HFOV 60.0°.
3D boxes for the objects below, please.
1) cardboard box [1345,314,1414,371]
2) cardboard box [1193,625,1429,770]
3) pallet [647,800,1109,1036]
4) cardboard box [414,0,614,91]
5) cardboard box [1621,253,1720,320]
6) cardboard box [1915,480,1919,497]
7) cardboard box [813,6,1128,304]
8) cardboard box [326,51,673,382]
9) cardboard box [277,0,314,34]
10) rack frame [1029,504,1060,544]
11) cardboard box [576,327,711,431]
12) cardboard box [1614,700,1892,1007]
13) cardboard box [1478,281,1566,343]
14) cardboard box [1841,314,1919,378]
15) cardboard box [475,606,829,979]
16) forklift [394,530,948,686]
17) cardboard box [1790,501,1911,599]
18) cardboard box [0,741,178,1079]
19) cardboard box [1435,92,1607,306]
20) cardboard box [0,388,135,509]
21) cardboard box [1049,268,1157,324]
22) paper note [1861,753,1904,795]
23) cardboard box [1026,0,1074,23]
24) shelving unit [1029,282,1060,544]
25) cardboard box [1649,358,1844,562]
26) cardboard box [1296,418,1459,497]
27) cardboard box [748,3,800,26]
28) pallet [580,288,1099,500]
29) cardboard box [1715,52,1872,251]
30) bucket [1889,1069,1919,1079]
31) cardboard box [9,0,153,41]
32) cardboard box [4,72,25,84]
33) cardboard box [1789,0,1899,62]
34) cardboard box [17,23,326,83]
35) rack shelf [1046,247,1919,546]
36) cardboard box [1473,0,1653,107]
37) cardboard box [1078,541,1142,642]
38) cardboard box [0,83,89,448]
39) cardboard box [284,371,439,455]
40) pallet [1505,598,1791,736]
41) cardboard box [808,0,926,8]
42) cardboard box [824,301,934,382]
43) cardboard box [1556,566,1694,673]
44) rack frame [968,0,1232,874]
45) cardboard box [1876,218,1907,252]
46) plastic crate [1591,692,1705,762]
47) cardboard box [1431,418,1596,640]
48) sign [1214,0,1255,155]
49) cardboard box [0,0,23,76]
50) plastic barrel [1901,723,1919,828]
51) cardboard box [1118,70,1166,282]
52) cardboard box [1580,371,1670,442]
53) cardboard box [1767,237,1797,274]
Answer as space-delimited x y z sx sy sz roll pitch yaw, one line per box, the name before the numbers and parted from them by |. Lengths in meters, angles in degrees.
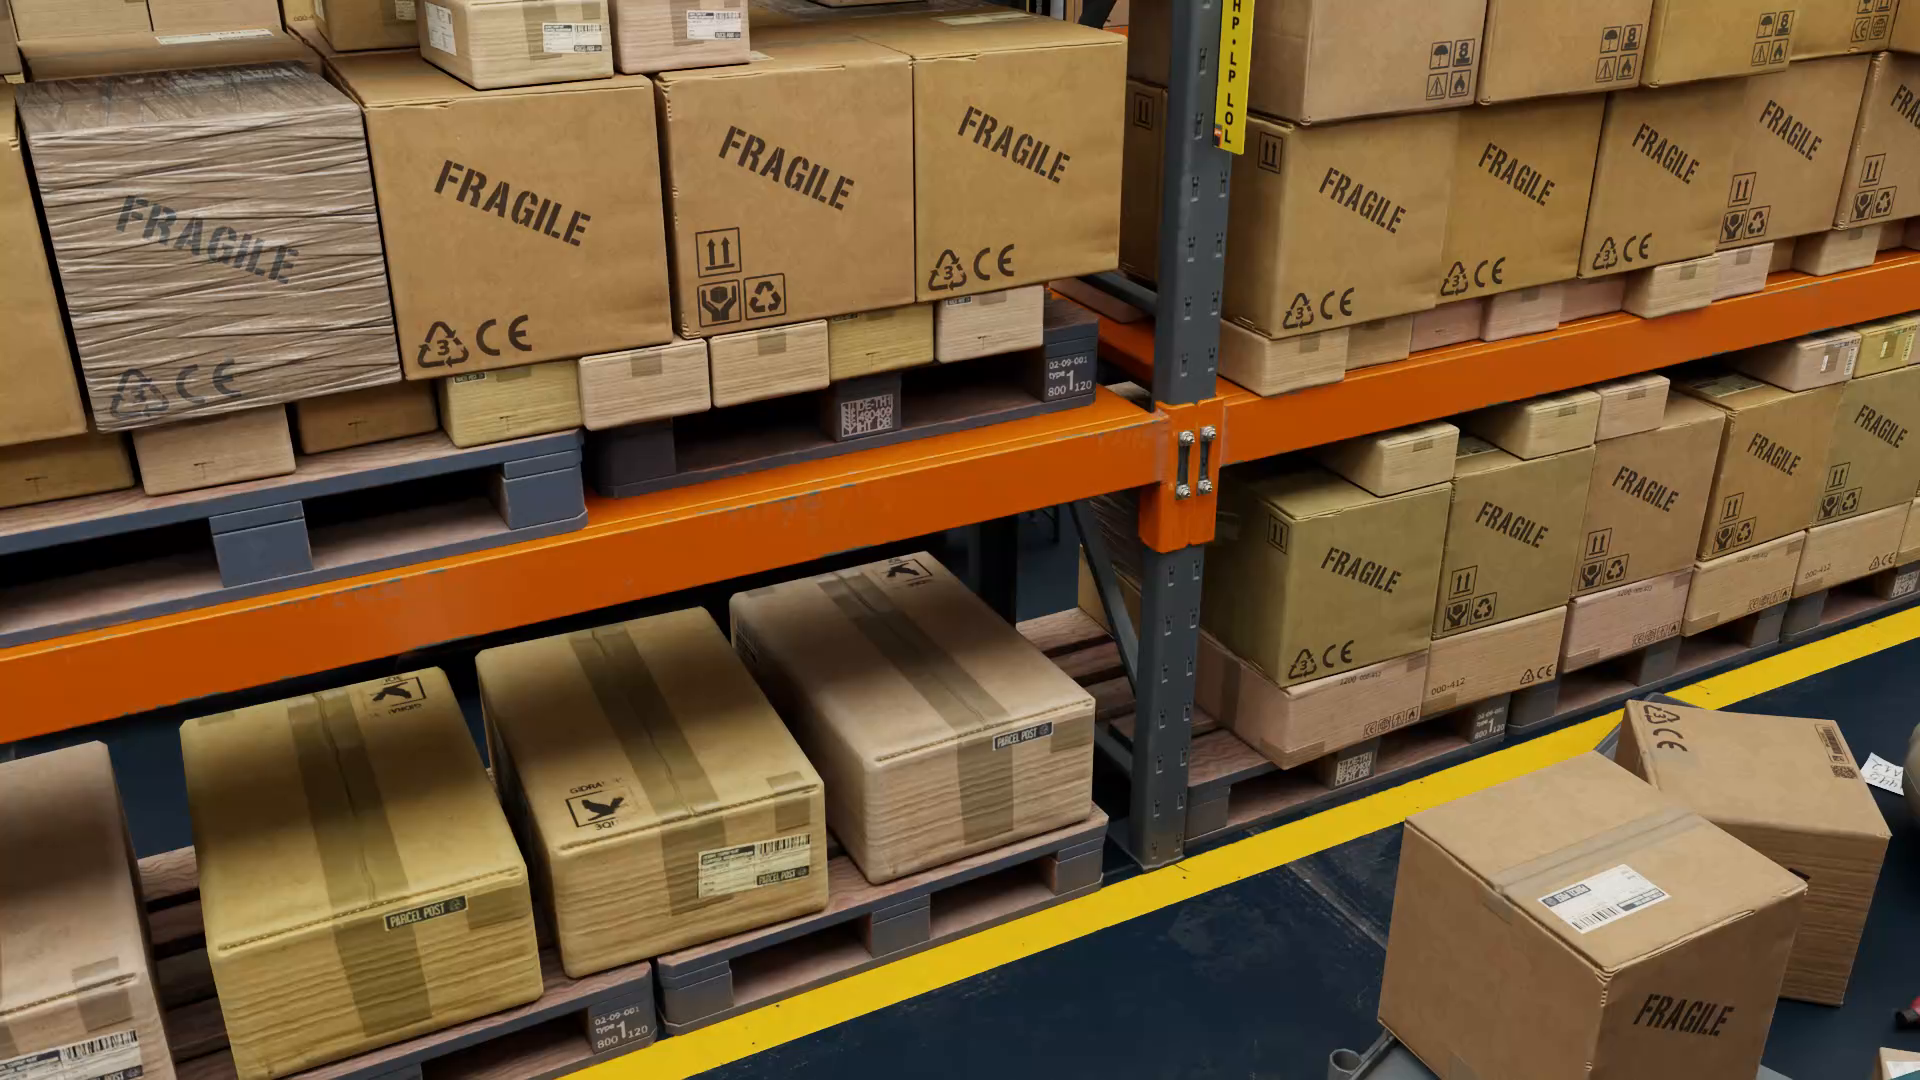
cardboard box | 0.937 -0.570 4.261 0.250 0.149 0.380 -12 28 -24
cardboard box | 0.958 0.363 4.719 0.500 0.250 0.500 -14 29 -27
pallet | -0.376 0.746 4.452 1.213 0.211 1.003 -13 29 -25
cardboard box | -0.824 -0.940 3.049 0.250 0.149 0.380 -14 29 -27
cardboard box | 1.872 -0.755 4.648 0.250 0.149 0.380 -13 28 -25
cardboard box | 3.255 -0.510 5.671 0.500 0.500 0.500 -13 28 -25
cardboard box | 0.010 -0.857 3.624 0.500 0.500 0.500 -14 29 -26
cardboard box | -0.885 -0.652 3.199 0.500 0.500 0.500 -12 28 -23
cardboard box | -2.793 -2.417 7.415 0.500 0.250 0.500 -14 29 -26
rack frame | 0.318 -0.576 6.064 0.015 1.200 0.240 -10 27 -20
cardboard box | -0.689 -0.369 3.359 0.250 0.149 0.380 -13 28 -25
cardboard box | 1.896 0.757 4.092 0.500 0.500 0.500 5 26 11
cardboard box | 1.392 -0.672 4.475 0.250 0.149 0.380 -12 28 -24
cardboard box | 2.740 -0.652 5.217 0.250 0.149 0.380 -12 28 -24
cardboard box | -0.784 0.581 4.125 0.625 0.372 0.950 -11 28 -22
forklift | -1.612 -1.085 5.124 3.031 2.935 1.130 -10 27 -20
cardboard box | 2.792 -0.065 5.610 0.500 0.250 0.500 -13 29 -25
cardboard box | -2.069 0.875 3.512 0.625 0.372 0.950 -14 29 -26
cardboard box | 1.261 -0.943 4.290 0.500 0.500 0.500 -13 29 -25
cardboard box | -1.658 -0.209 3.024 0.250 0.149 0.380 -12 28 -23
cardboard box | 0.450 -0.739 4.613 0.250 0.149 0.380 -13 29 -26
paper note | 2.688 0.676 4.806 0.142 0.019 0.148 21 33 37
cardboard box | 0.276 -3.017 8.954 0.500 0.500 0.500 -14 29 -26
shelving unit | 0.092 -0.536 5.981 0.503 1.200 0.258 -10 27 -20
cardboard box | 2.348 -0.302 5.239 0.500 0.500 0.500 -14 29 -26
cardboard box | 1.096 -0.270 4.422 0.250 0.149 0.380 -13 28 -24
cardboard box | -0.680 -0.950 3.819 0.500 0.500 0.500 -13 29 -25
pallet | -0.433 -0.483 4.013 1.213 0.211 1.003 -13 29 -25
cardboard box | 2.147 -1.151 4.723 0.500 0.500 0.500 -13 28 -24
bucket | 1.764 1.082 2.556 0.620 0.611 0.726 -13 27 -3
cardboard box | -3.701 -2.220 7.004 0.500 0.250 0.500 -13 28 -24
cardboard box | -4.155 -1.888 6.889 0.500 0.250 0.500 -14 29 -27
cardboard box | 2.134 -1.635 4.576 0.500 0.500 0.700 -13 29 -25
cardboard box | -1.571 -0.746 3.394 0.500 0.500 0.500 -14 29 -27
rack shelf | 2.075 -0.753 5.184 4.000 0.370 1.077 -13 29 -25
cardboard box | 1.261 -1.402 4.091 0.500 0.500 0.700 -13 28 -25
cardboard box | 0.705 0.157 5.149 0.500 0.250 0.500 -12 28 -23
cardboard box | -1.792 -0.447 2.770 0.500 0.500 0.500 -12 28 -24
cardboard box | -1.202 -0.319 3.254 0.250 0.149 0.380 -14 29 -27
pallet | 1.964 0.187 5.617 1.213 0.211 1.003 -13 29 -25
cardboard box | -0.272 -1.370 3.944 0.250 0.149 0.380 -13 29 -25
cardboard box | -0.255 -0.489 3.607 0.250 0.149 0.380 -14 29 -27
cardboard box | 1.890 0.141 5.182 0.500 0.250 0.500 -13 29 -26
rack frame | 0.310 -0.670 4.180 0.127 3.000 1.000 -13 29 -25
cardboard box | 2.697 -1.013 5.185 0.250 0.149 0.380 -13 28 -24
plastic crate | 2.081 0.640 4.825 0.402 0.080 0.583 21 33 37
cardboard box | 1.424 -0.088 4.794 0.500 0.500 0.500 -12 28 -23
sign | 0.574 -0.981 3.489 0.005 0.325 0.100 -13 29 -25
cardboard box | -1.909 -0.957 3.084 0.250 0.149 0.380 -14 29 -28
plastic barrel | 2.729 0.676 4.354 0.421 0.421 0.512 5 26 11
cardboard box | 0.585 -1.035 4.480 0.500 0.500 0.500 -14 29 -26
cardboard box | 1.785 -0.431 4.758 0.250 0.149 0.380 -11 28 -22
cardboard box | 2.252 -0.910 4.969 0.250 0.149 0.380 -13 29 -25
